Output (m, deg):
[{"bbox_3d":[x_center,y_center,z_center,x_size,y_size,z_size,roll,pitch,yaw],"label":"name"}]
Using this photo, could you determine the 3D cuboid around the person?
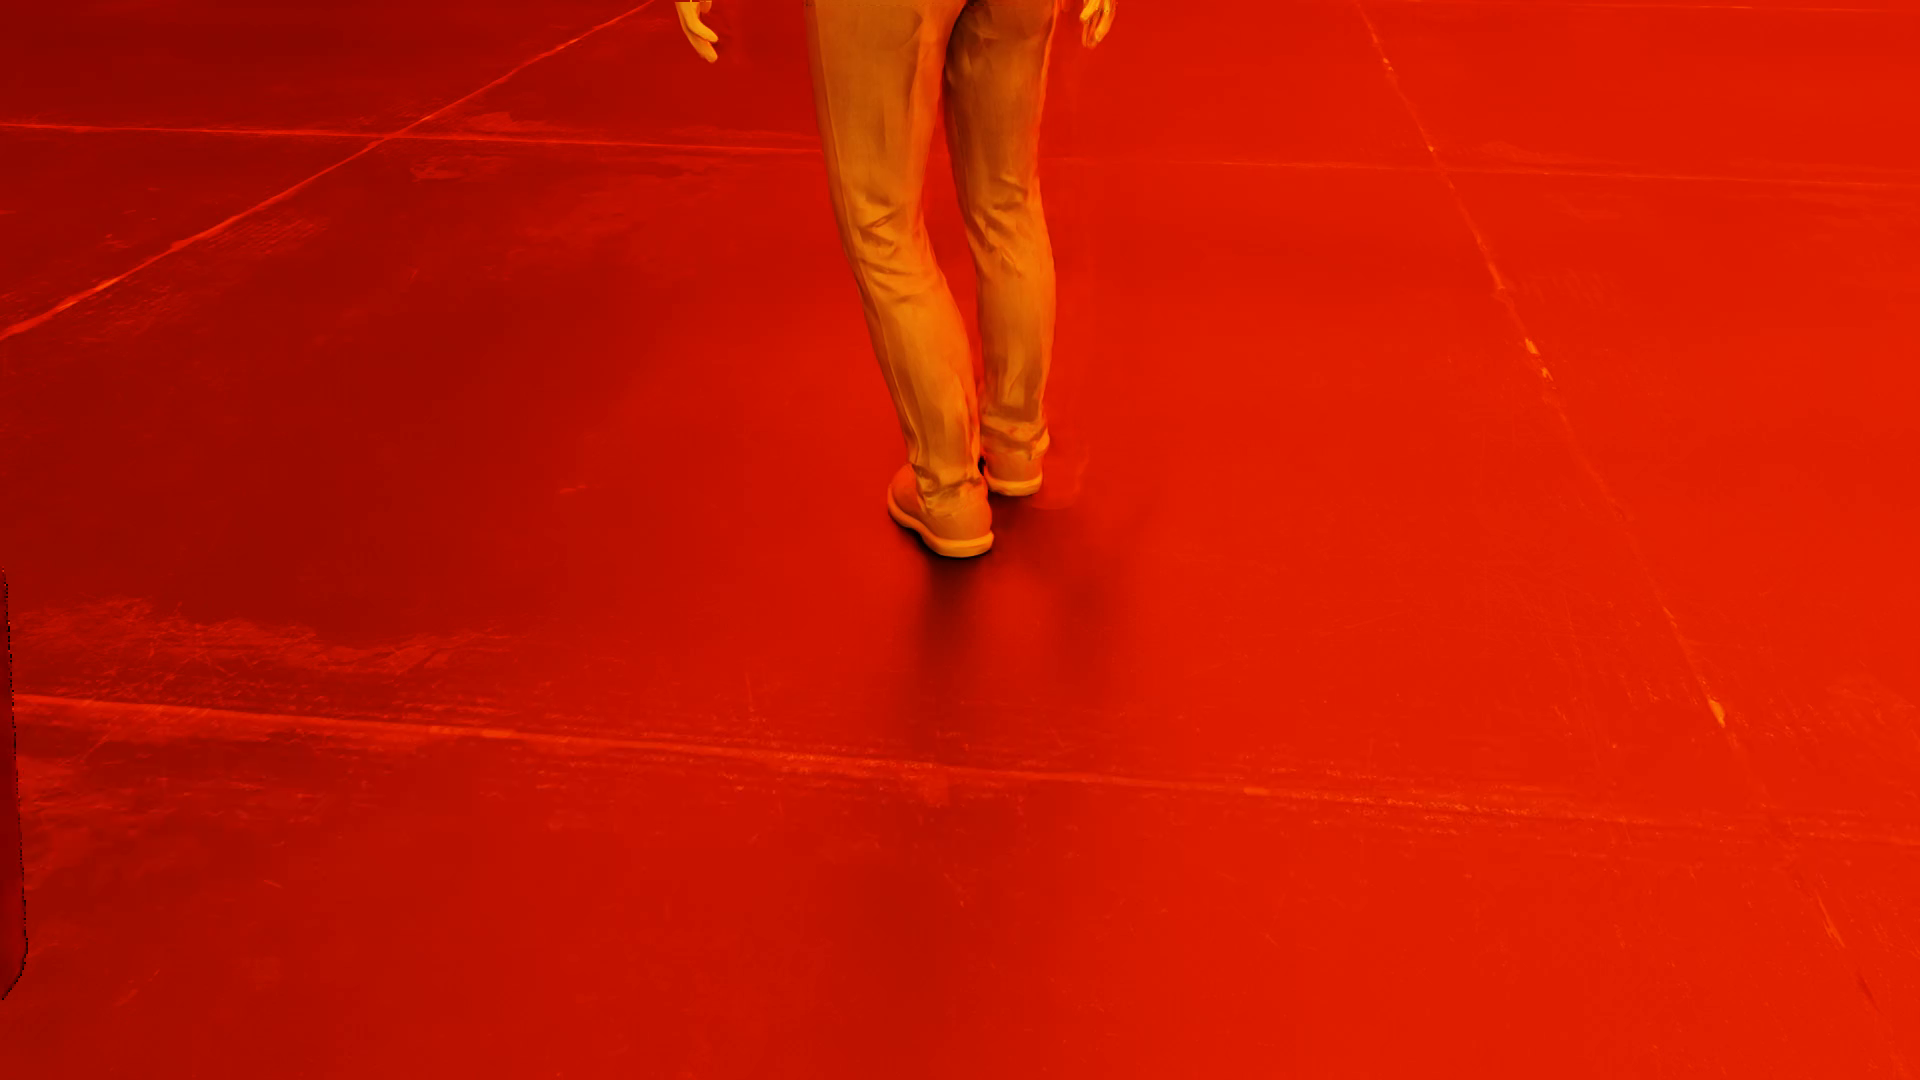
[{"bbox_3d":[-0.067,-0.789,2.218,0.646,1.668,0.417,-16,31,-29],"label":"person"}]

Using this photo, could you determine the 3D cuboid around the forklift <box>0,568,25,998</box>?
[{"bbox_3d":[-2.411,-0.703,0.626,3.031,2.935,1.130,-14,30,-25],"label":"forklift"}]
